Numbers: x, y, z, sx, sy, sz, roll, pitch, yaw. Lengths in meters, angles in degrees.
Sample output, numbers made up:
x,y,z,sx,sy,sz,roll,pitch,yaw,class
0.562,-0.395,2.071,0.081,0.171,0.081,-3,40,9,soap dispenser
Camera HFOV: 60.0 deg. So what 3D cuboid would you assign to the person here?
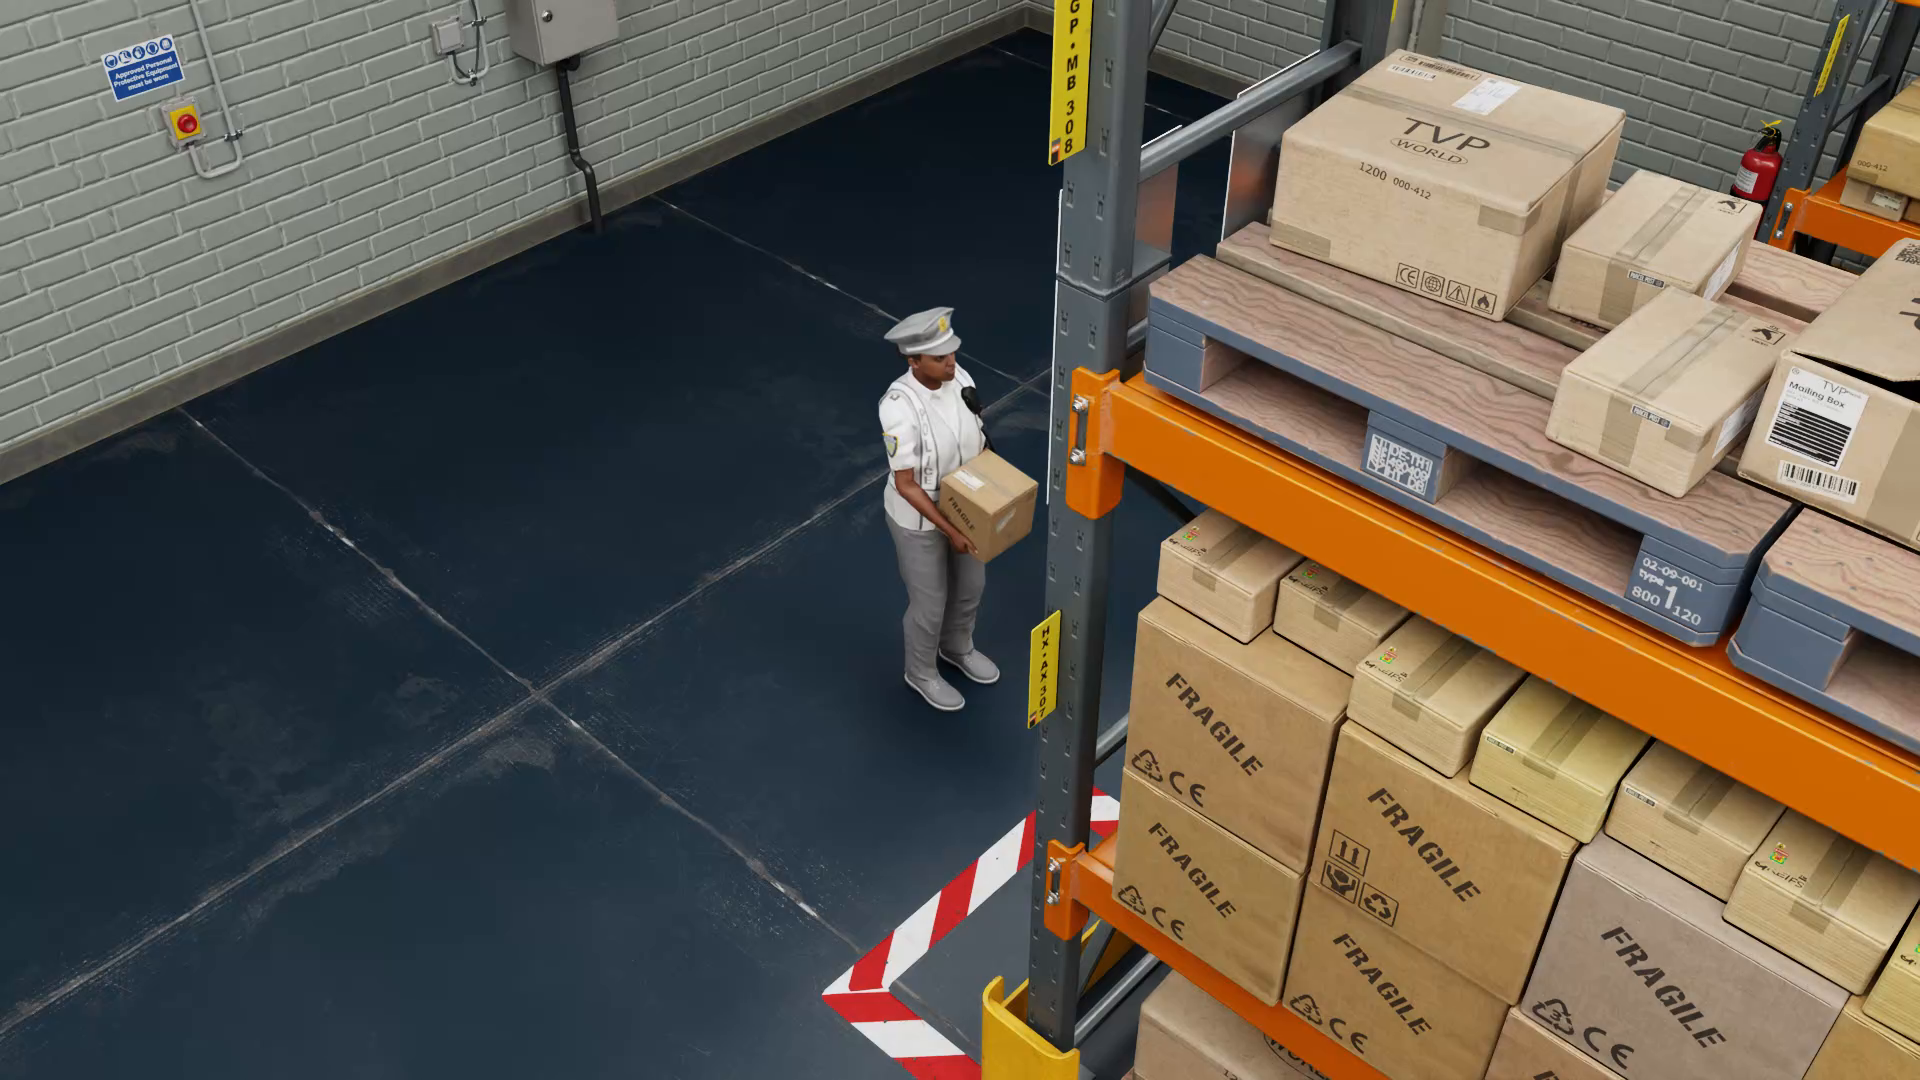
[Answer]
x,y,z,sx,sy,sz,roll,pitch,yaw,class
-0.039,-0.085,6.243,0.538,1.682,0.450,31,49,32,person
